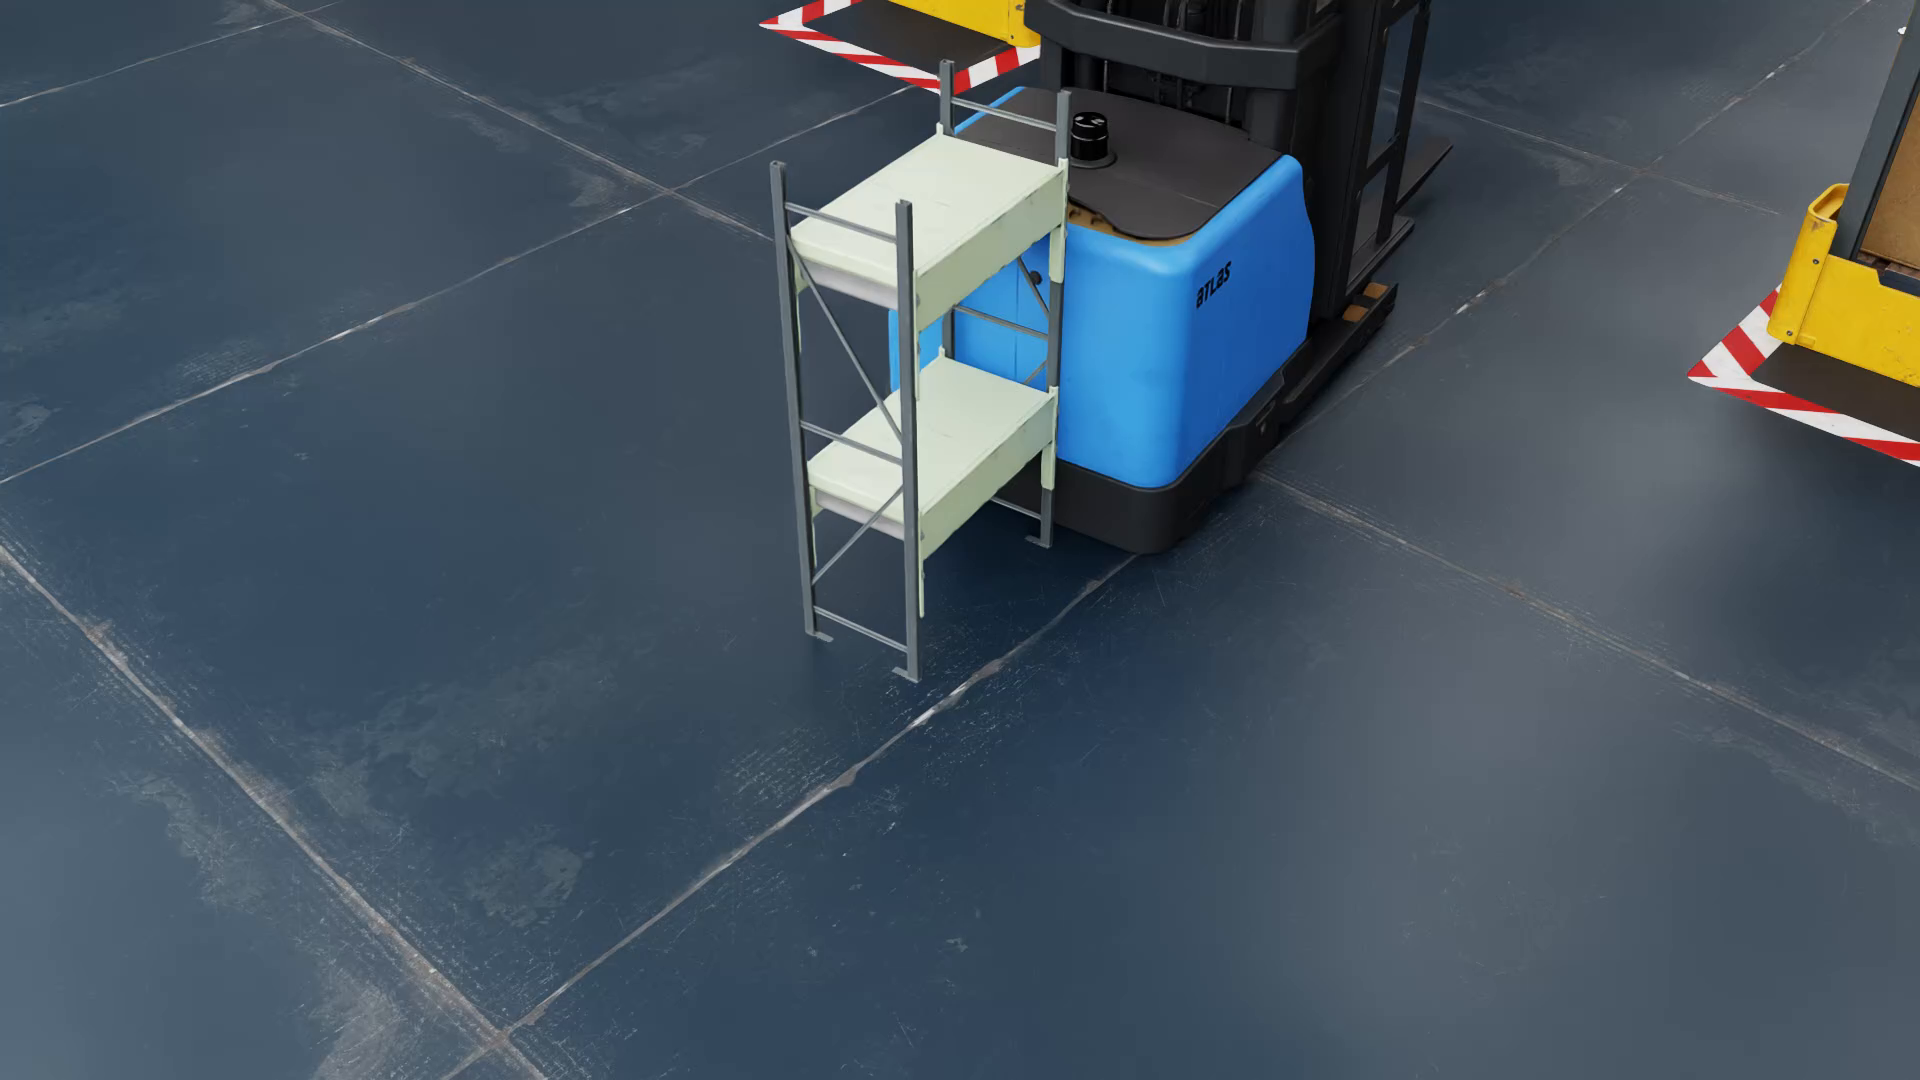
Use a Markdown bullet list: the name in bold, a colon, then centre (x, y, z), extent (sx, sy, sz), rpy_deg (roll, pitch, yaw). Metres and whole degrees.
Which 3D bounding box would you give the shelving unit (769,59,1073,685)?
- **shelving unit**: centre (-0.082, -0.440, 4.599), extent (0.431, 1.500, 0.755), rpy_deg (22, 44, 25)

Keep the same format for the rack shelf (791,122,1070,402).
- **rack shelf**: centre (-0.082, -0.746, 4.356), extent (0.431, 0.370, 0.720), rpy_deg (22, 44, 25)

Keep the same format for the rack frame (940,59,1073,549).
- **rack frame**: centre (0.118, -0.631, 4.839), extent (0.400, 1.500, 0.023), rpy_deg (22, 44, 25)

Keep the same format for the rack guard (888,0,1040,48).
- **rack guard**: centre (0.019, -2.978, 8.594), extent (1.175, 0.500, 0.348), rpy_deg (30, 47, 32)

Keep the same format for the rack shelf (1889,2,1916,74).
- **rack shelf**: centre (4.910, -2.430, 6.474), extent (1.077, 0.370, 4.000), rpy_deg (30, 47, 32)

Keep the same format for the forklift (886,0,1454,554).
- **forklift**: centre (0.982, -1.990, 5.398), extent (1.130, 2.935, 3.031), rpy_deg (22, 43, 25)

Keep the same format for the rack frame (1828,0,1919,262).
- **rack frame**: centre (3.560, -1.793, 5.094), extent (1.000, 3.000, 0.127), rpy_deg (30, 47, 32)

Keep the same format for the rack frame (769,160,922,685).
- **rack frame**: centre (-0.282, -0.250, 4.359), extent (0.400, 1.500, 0.023), rpy_deg (22, 44, 25)

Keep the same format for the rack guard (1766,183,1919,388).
- **rack guard**: centre (3.544, -0.803, 5.858), extent (1.175, 0.500, 0.348), rpy_deg (30, 47, 32)

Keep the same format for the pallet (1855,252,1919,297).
- **pallet**: centre (4.042, -1.101, 6.465), extent (1.003, 0.211, 1.213), rpy_deg (30, 47, 32)

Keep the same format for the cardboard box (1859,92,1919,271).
- **cardboard box**: centre (3.969, -1.465, 6.052), extent (0.875, 0.875, 0.875), rpy_deg (30, 47, 32)

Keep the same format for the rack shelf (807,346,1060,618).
- **rack shelf**: centre (-0.082, -0.185, 4.802), extent (0.431, 0.370, 0.720), rpy_deg (22, 44, 25)
